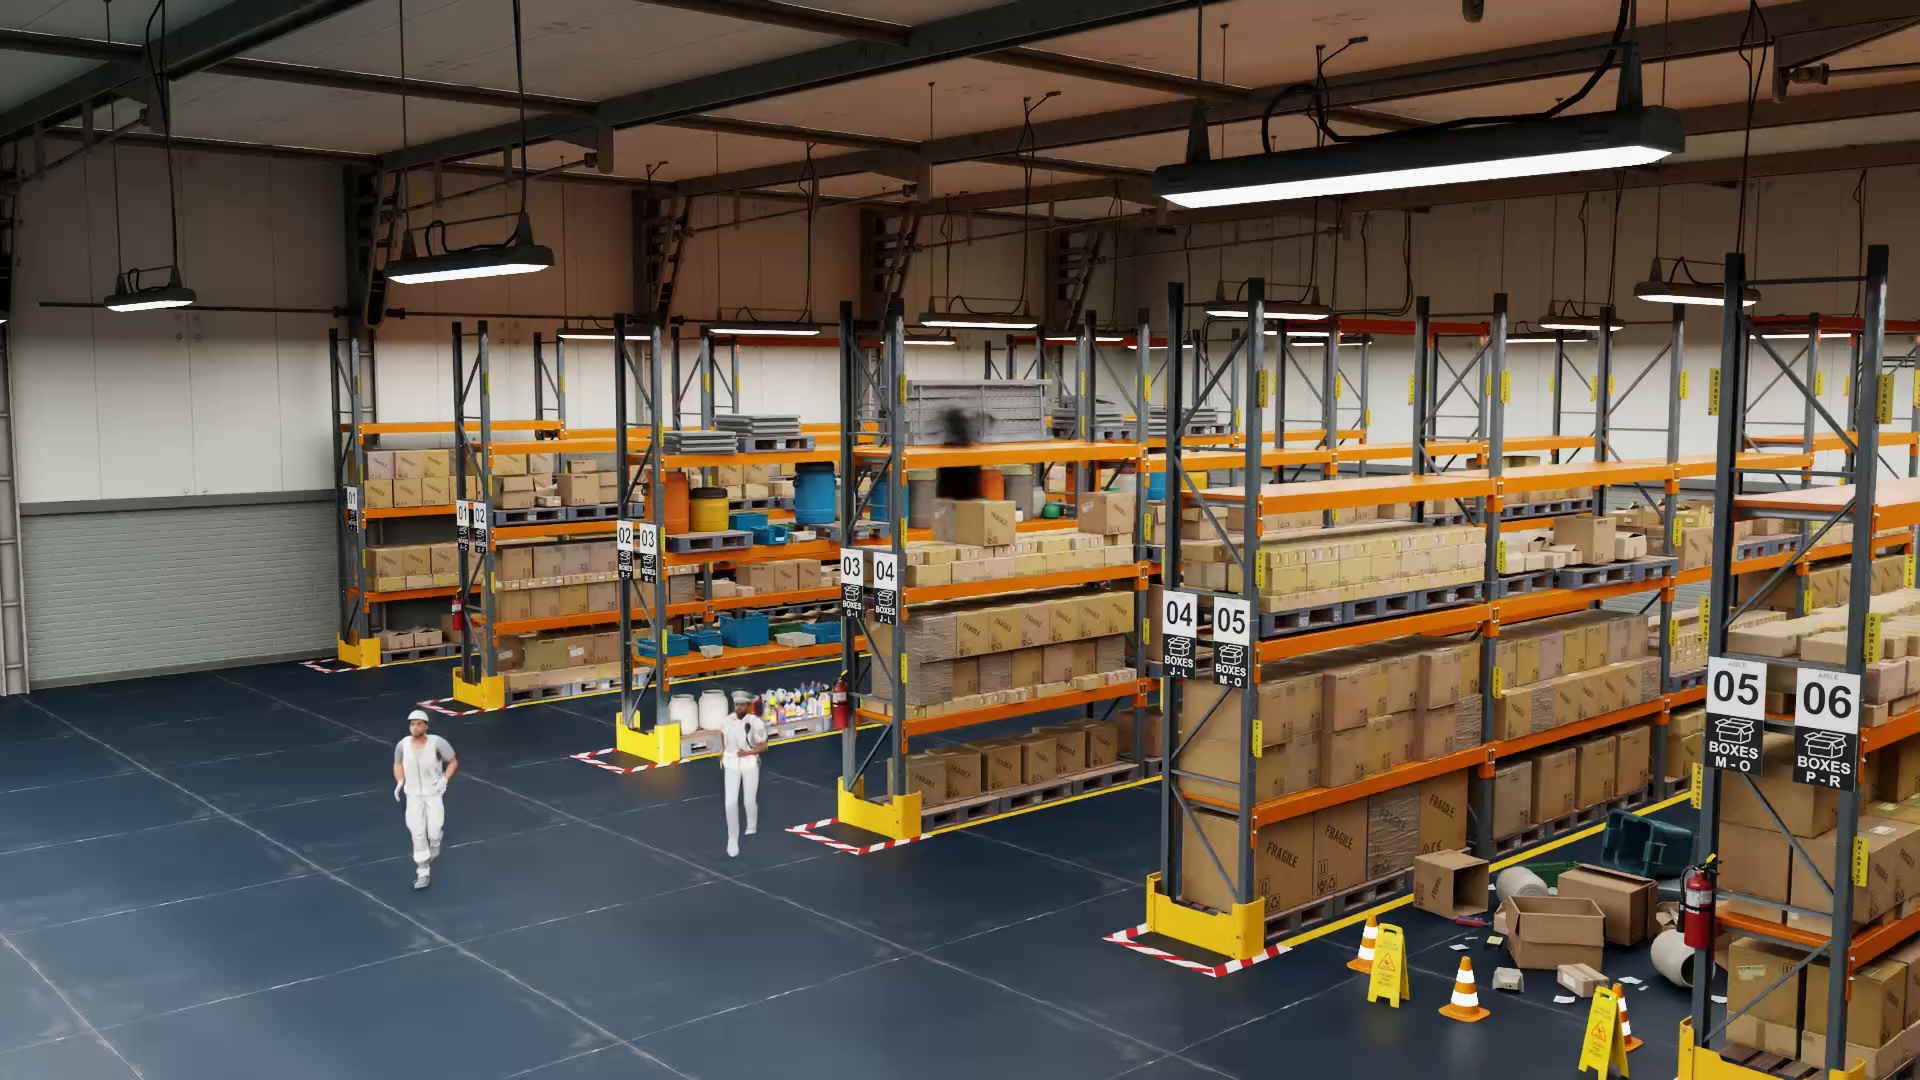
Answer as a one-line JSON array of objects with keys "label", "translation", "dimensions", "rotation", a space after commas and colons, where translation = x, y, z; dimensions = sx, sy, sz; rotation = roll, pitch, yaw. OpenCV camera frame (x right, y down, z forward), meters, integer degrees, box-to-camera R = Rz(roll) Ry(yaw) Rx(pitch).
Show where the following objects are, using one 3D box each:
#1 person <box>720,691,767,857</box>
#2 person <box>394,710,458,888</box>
[{"label": "person", "translation": [-2.292, 2.439, 17.586], "dimensions": [0.536, 1.737, 0.807], "rotation": [0, 6, 2]}, {"label": "person", "translation": [-5.453, 2.595, 16.987], "dimensions": [0.652, 1.777, 0.828], "rotation": [-1, 6, -6]}]
